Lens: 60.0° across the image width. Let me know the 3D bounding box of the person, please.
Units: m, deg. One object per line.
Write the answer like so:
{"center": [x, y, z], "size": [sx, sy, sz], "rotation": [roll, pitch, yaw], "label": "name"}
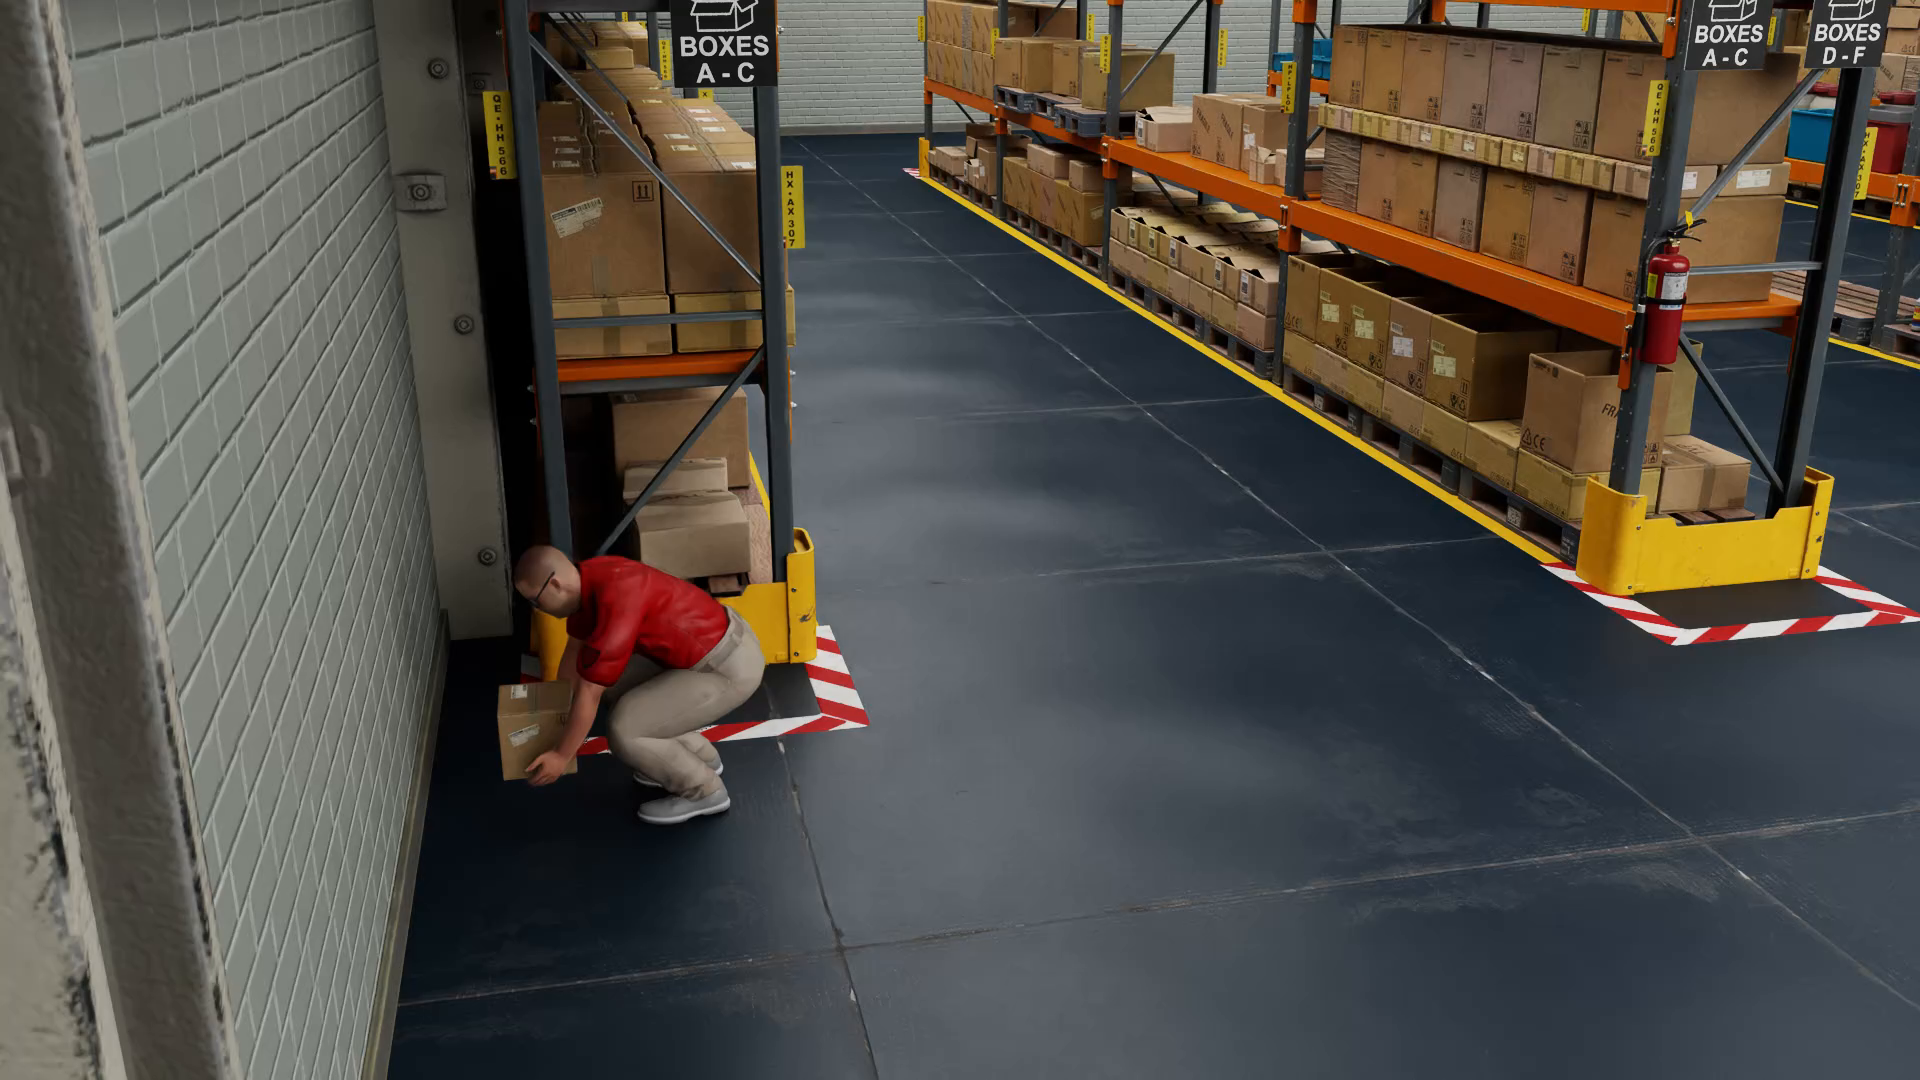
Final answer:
{"center": [-1.118, 0.476, 5.825], "size": [0.869, 1.016, 0.571], "rotation": [-5, 20, -13], "label": "person"}
